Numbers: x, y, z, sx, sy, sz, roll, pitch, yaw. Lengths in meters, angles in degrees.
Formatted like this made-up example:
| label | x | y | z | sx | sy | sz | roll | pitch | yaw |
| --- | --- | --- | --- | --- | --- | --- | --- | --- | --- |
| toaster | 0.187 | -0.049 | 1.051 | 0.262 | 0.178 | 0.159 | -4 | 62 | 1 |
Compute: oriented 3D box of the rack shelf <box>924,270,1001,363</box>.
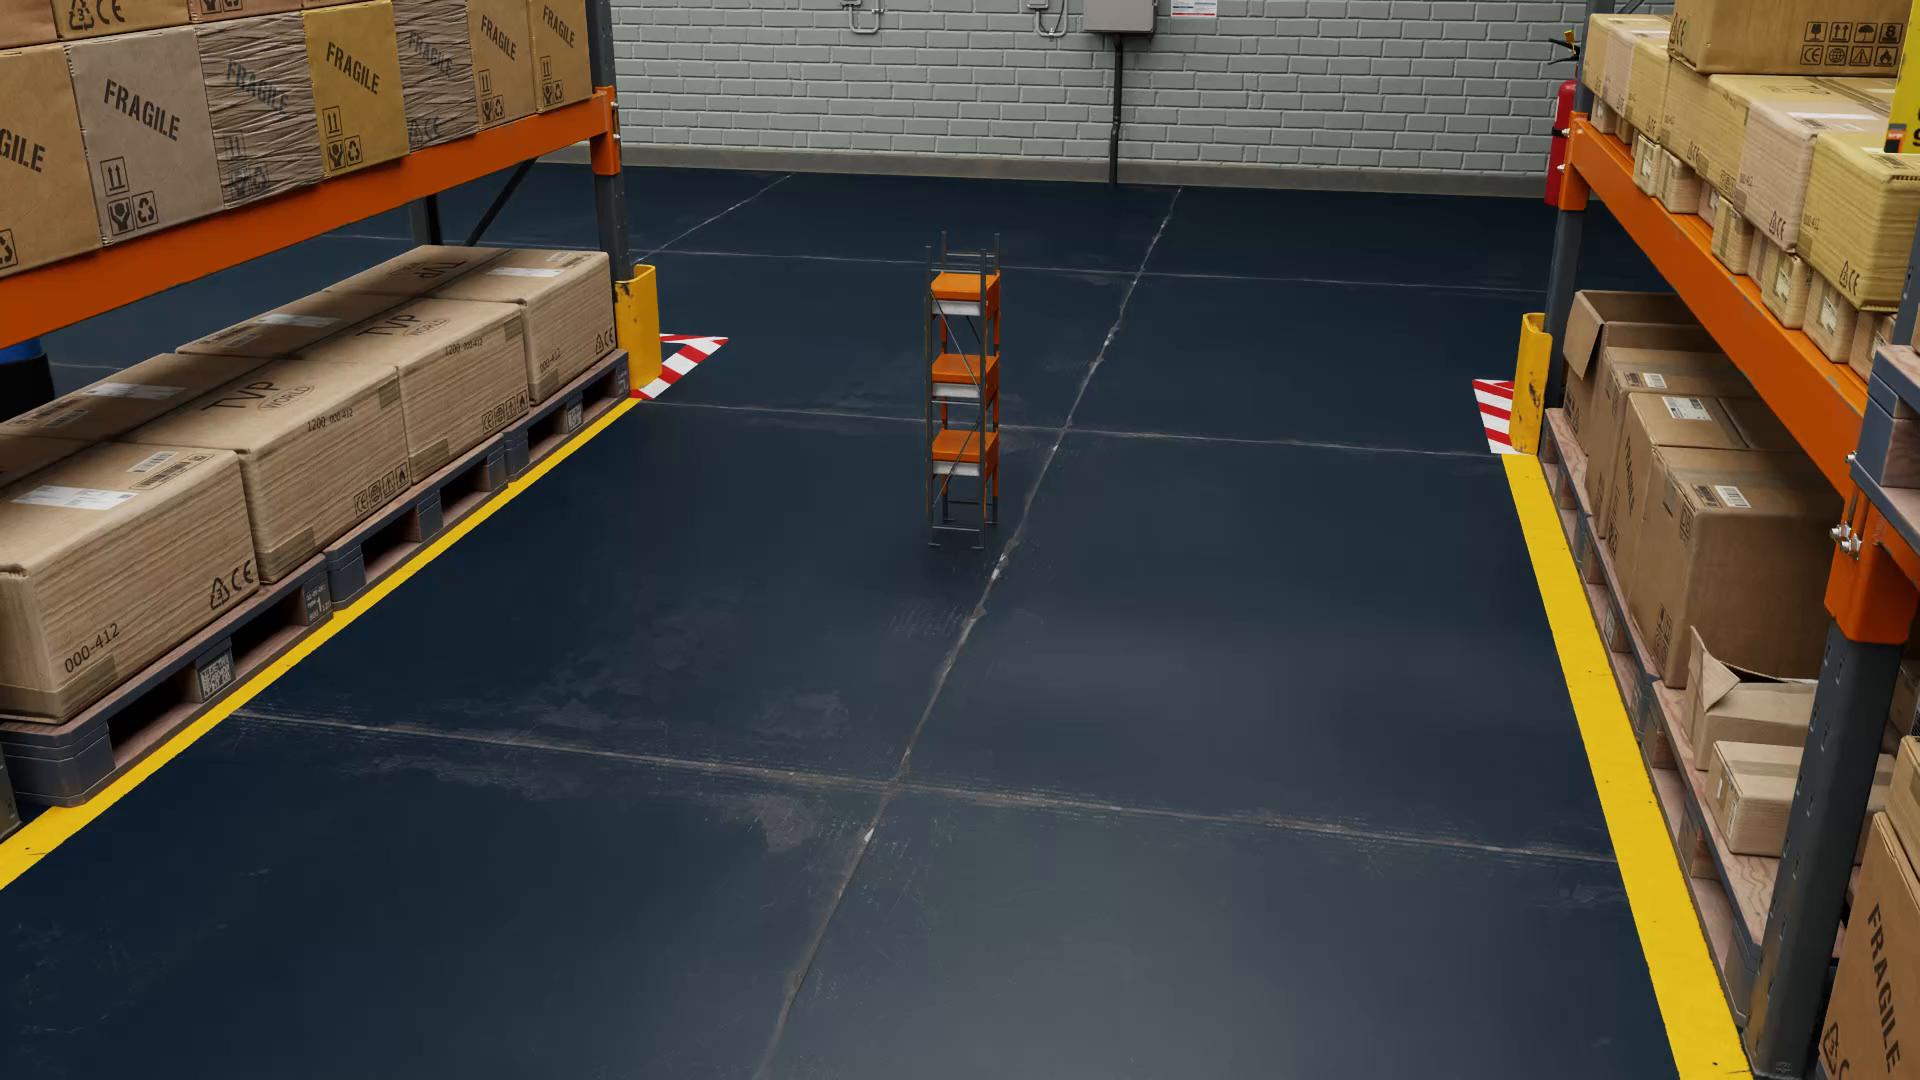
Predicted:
| label | x | y | z | sx | sy | sz | roll | pitch | yaw |
| --- | --- | --- | --- | --- | --- | --- | --- | --- | --- |
| rack shelf | 0.011 | -0.760 | 5.604 | 0.215 | 0.259 | 0.240 | 4 | 22 | 11 |

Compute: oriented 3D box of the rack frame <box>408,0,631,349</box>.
| label | x | y | z | sx | sy | sz | roll | pitch | yaw |
| --- | --- | --- | --- | --- | --- | --- | --- | --- | --- |
| rack frame | -1.995 | -2.163 | 7.208 | 1.000 | 3.000 | 0.127 | 4 | 22 | 11 |

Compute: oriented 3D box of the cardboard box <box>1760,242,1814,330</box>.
| label | x | y | z | sx | sy | sz | roll | pitch | yaw |
| --- | --- | --- | --- | --- | --- | --- | --- | --- | --- |
| cardboard box | 1.928 | -0.536 | 3.505 | 0.380 | 0.149 | 0.250 | 5 | 22 | 12 |

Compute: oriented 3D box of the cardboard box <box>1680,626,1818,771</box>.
| label | x | y | z | sx | sy | sz | roll | pitch | yaw |
| --- | --- | --- | --- | --- | --- | --- | --- | --- | --- |
| cardboard box | 1.948 | 0.394 | 3.958 | 0.396 | 0.266 | 0.258 | 5 | 23 | 13 |

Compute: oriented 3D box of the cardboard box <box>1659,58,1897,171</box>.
| label | x | y | z | sx | sy | sz | roll | pitch | yaw |
| --- | --- | --- | --- | --- | --- | --- | --- | --- | --- |
| cardboard box | 2.222 | -1.150 | 4.496 | 0.500 | 0.250 | 0.500 | 4 | 22 | 10 |

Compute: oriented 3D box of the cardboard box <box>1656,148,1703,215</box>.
| label | x | y | z | sx | sy | sz | roll | pitch | yaw |
| --- | --- | --- | --- | --- | --- | --- | --- | --- | --- |
| cardboard box | 2.184 | -1.005 | 4.669 | 0.380 | 0.149 | 0.250 | 5 | 22 | 12 |

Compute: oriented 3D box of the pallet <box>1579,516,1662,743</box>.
| label | x | y | z | sx | sy | sz | roll | pitch | yaw |
| --- | --- | --- | --- | --- | --- | --- | --- | --- | --- |
| pallet | 2.437 | 0.272 | 4.896 | 1.003 | 0.211 | 1.213 | 4 | 22 | 11 |

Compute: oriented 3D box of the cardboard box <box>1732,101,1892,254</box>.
| label | x | y | z | sx | sy | sz | roll | pitch | yaw |
| --- | --- | --- | --- | --- | --- | --- | --- | --- | --- |
| cardboard box | 2.002 | -0.780 | 3.579 | 0.500 | 0.250 | 0.500 | 5 | 22 | 11 |

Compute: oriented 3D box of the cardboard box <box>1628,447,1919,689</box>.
| label | x | y | z | sx | sy | sz | roll | pitch | yaw |
| --- | --- | --- | --- | --- | --- | --- | --- | --- | --- |
| cardboard box | 2.223 | 0.085 | 4.412 | 0.700 | 0.500 | 0.500 | 4 | 22 | 9 |

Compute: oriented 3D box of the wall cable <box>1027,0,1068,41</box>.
| label | x | y | z | sx | sy | sz | roll | pitch | yaw |
| --- | --- | --- | --- | --- | --- | --- | --- | --- | --- |
| wall cable | 0.524 | -4.594 | 11.885 | 0.588 | 1.984 | 0.122 | 4 | 22 | 11 |

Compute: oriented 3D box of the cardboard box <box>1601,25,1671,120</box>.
| label | x | y | z | sx | sy | sz | roll | pitch | yaw |
| --- | --- | --- | --- | --- | --- | --- | --- | --- | --- |
| cardboard box | 2.406 | -1.524 | 5.426 | 0.500 | 0.250 | 0.500 | 5 | 22 | 11 |

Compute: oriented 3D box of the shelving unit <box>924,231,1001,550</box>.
| label | x | y | z | sx | sy | sz | roll | pitch | yaw |
| --- | --- | --- | --- | --- | --- | --- | --- | --- | --- |
| shelving unit | 0.011 | -0.507 | 5.706 | 0.215 | 1.050 | 0.252 | 4 | 22 | 11 |

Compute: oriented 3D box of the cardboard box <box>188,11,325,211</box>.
| label | x | y | z | sx | sy | sz | roll | pitch | yaw |
| --- | --- | --- | --- | --- | --- | --- | --- | --- | --- |
| cardboard box | -2.245 | -1.263 | 4.841 | 0.500 | 0.500 | 0.500 | 5 | 22 | 11 |

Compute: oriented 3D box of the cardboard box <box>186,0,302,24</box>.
| label | x | y | z | sx | sy | sz | roll | pitch | yaw |
| --- | --- | --- | --- | --- | --- | --- | --- | --- | --- |
| cardboard box | -2.252 | -1.736 | 4.678 | 0.500 | 0.500 | 0.500 | 5 | 22 | 12 |

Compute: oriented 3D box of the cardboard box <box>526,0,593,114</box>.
| label | x | y | z | sx | sy | sz | roll | pitch | yaw |
| --- | --- | --- | --- | --- | --- | --- | --- | --- | --- |
| cardboard box | -1.834 | -2.012 | 6.702 | 0.500 | 0.500 | 0.500 | 5 | 22 | 11 |

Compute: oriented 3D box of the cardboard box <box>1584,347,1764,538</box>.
| label | x | y | z | sx | sy | sz | roll | pitch | yaw |
| --- | --- | --- | --- | --- | --- | --- | --- | --- | --- |
| cardboard box | 2.435 | -0.295 | 5.354 | 0.700 | 0.500 | 0.500 | 5 | 23 | 13 |

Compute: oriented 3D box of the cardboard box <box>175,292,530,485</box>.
| label | x | y | z | sx | sy | sz | roll | pitch | yaw |
| --- | --- | --- | --- | --- | --- | --- | --- | --- | --- |
| cardboard box | -2.210 | -0.585 | 6.158 | 0.875 | 0.438 | 0.875 | 5 | 22 | 12 |

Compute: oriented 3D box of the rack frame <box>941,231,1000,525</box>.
| label | x | y | z | sx | sy | sz | roll | pitch | yaw |
| --- | --- | --- | --- | --- | --- | --- | --- | --- | --- |
| rack frame | 0.036 | -0.551 | 5.817 | 0.200 | 1.050 | 0.008 | 4 | 22 | 11 |

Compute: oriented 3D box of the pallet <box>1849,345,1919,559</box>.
| label | x | y | z | sx | sy | sz | roll | pitch | yaw |
| --- | --- | --- | --- | --- | --- | --- | --- | --- | --- |
| pallet | 1.779 | 0.050 | 1.971 | 1.003 | 0.211 | 1.213 | 4 | 22 | 11 |

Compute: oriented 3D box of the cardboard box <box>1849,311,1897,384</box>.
| label | x | y | z | sx | sy | sz | roll | pitch | yaw |
| --- | --- | --- | --- | --- | --- | --- | --- | --- | --- |
| cardboard box | 1.867 | -0.342 | 3.024 | 0.380 | 0.149 | 0.250 | 5 | 22 | 12 |

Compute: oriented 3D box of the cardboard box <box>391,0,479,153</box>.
| label | x | y | z | sx | sy | sz | roll | pitch | yaw |
| --- | --- | --- | --- | --- | --- | --- | --- | --- | --- |
| cardboard box | -2.047 | -1.641 | 5.780 | 0.500 | 0.500 | 0.500 | 5 | 22 | 12 |

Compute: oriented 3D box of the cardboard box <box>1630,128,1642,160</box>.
| label | x | y | z | sx | sy | sz | roll | pitch | yaw |
| --- | --- | --- | --- | --- | --- | --- | --- | --- | --- |
| cardboard box | 2.392 | -1.287 | 5.370 | 0.380 | 0.149 | 0.250 | 5 | 23 | 13 |

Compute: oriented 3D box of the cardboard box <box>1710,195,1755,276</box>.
| label | x | y | z | sx | sy | sz | roll | pitch | yaw |
| --- | --- | --- | --- | --- | --- | --- | --- | --- | --- |
| cardboard box | 2.033 | -0.725 | 3.976 | 0.380 | 0.149 | 0.250 | 4 | 22 | 10 |

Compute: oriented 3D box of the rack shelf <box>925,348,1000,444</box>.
| label | x | y | z | sx | sy | sz | roll | pitch | yaw |
| --- | --- | --- | --- | --- | --- | --- | --- | --- | --- |
| rack shelf | 0.011 | -0.497 | 5.710 | 0.215 | 0.259 | 0.240 | 4 | 22 | 11 |

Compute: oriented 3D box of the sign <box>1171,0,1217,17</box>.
| label | x | y | z | sx | sy | sz | roll | pitch | yaw |
| --- | --- | --- | --- | --- | --- | --- | --- | --- | --- |
| sign | 1.685 | -4.007 | 11.915 | 0.329 | 0.494 | 0.001 | 4 | 22 | 11 |

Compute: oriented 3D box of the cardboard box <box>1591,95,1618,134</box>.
| label | x | y | z | sx | sy | sz | roll | pitch | yaw |
| --- | --- | --- | --- | --- | --- | --- | --- | --- | --- |
| cardboard box | 2.529 | -1.570 | 6.073 | 0.380 | 0.149 | 0.250 | 4 | 22 | 11 |

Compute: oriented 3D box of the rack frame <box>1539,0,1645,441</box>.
| label | x | y | z | sx | sy | sz | roll | pitch | yaw |
| --- | --- | --- | --- | --- | --- | --- | --- | --- | --- |
| rack frame | 2.865 | -1.786 | 6.272 | 1.000 | 3.000 | 0.127 | 4 | 22 | 11 |

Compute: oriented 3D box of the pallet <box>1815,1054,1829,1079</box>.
| label | x | y | z | sx | sy | sz | roll | pitch | yaw |
| --- | --- | --- | --- | --- | --- | --- | --- | --- | --- |
| pallet | 1.920 | 1.271 | 2.415 | 1.003 | 0.211 | 1.213 | 4 | 22 | 11 |

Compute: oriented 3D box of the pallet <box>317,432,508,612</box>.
| label | x | y | z | sx | sy | sz | roll | pitch | yaw |
| --- | --- | --- | --- | --- | --- | --- | --- | --- | --- |
| pallet | -2.333 | -0.126 | 5.884 | 1.003 | 0.211 | 1.213 | 4 | 22 | 11 |

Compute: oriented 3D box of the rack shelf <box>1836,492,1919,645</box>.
| label | x | y | z | sx | sy | sz | roll | pitch | yaw |
| --- | --- | --- | --- | --- | --- | --- | --- | --- | --- |
| rack shelf | 1.641 | 0.742 | 0.958 | 1.077 | 0.370 | 4.000 | 4 | 22 | 11 |

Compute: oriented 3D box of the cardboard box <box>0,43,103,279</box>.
| label | x | y | z | sx | sy | sz | roll | pitch | yaw |
| --- | --- | --- | --- | --- | --- | --- | --- | --- | --- |
| cardboard box | -2.459 | -0.898 | 3.934 | 0.500 | 0.500 | 0.500 | 5 | 23 | 13 |

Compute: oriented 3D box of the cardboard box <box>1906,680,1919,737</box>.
| label | x | y | z | sx | sy | sz | roll | pitch | yaw |
| --- | --- | --- | --- | --- | --- | --- | --- | --- | --- |
| cardboard box | 2.415 | 0.506 | 3.619 | 0.500 | 0.311 | 0.500 | 5 | 23 | 13 |

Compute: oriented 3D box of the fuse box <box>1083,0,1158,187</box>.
| label | x | y | z | sx | sy | sz | roll | pitch | yaw |
| --- | --- | --- | --- | --- | --- | --- | --- | --- | --- |
| fuse box | 1.160 | -3.416 | 12.044 | 0.539 | 1.711 | 0.414 | 4 | 22 | 11 |

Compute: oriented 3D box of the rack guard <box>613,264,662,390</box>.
| label | x | y | z | sx | sy | sz | roll | pitch | yaw |
| --- | --- | --- | --- | --- | --- | --- | --- | --- | --- |
| rack guard | -1.990 | -1.012 | 7.697 | 1.175 | 0.500 | 0.348 | 4 | 22 | 11 |

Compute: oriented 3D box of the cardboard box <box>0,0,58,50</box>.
| label | x | y | z | sx | sy | sz | roll | pitch | yaw |
| --- | --- | --- | --- | --- | --- | --- | --- | --- | --- |
| cardboard box | -2.477 | -1.366 | 3.757 | 0.500 | 0.500 | 0.500 | 5 | 22 | 11 |

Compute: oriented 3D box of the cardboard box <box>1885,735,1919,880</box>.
| label | x | y | z | sx | sy | sz | roll | pitch | yaw |
| --- | --- | --- | --- | --- | --- | --- | --- | --- | --- |
| cardboard box | 1.715 | 0.452 | 2.632 | 0.380 | 0.149 | 0.250 | 6 | 23 | 13 |

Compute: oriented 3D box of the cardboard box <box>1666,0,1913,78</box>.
| label | x | y | z | sx | sy | sz | roll | pitch | yaw |
| --- | --- | --- | --- | --- | --- | --- | --- | --- | --- |
| cardboard box | 2.203 | -1.508 | 4.381 | 0.500 | 0.500 | 0.500 | 5 | 22 | 12 |

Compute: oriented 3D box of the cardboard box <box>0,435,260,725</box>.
| label | x | y | z | sx | sy | sz | roll | pitch | yaw |
| --- | --- | --- | --- | --- | --- | --- | --- | --- | --- |
| cardboard box | -2.578 | 0.072 | 4.526 | 0.875 | 0.438 | 0.875 | 4 | 22 | 10 |

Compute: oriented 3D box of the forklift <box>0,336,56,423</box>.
| label | x | y | z | sx | sy | sz | roll | pitch | yaw |
| --- | --- | --- | --- | --- | --- | --- | --- | --- | --- |
| forklift | -5.187 | -1.557 | 5.795 | 1.130 | 2.935 | 3.031 | 19 | 29 | 39 |
